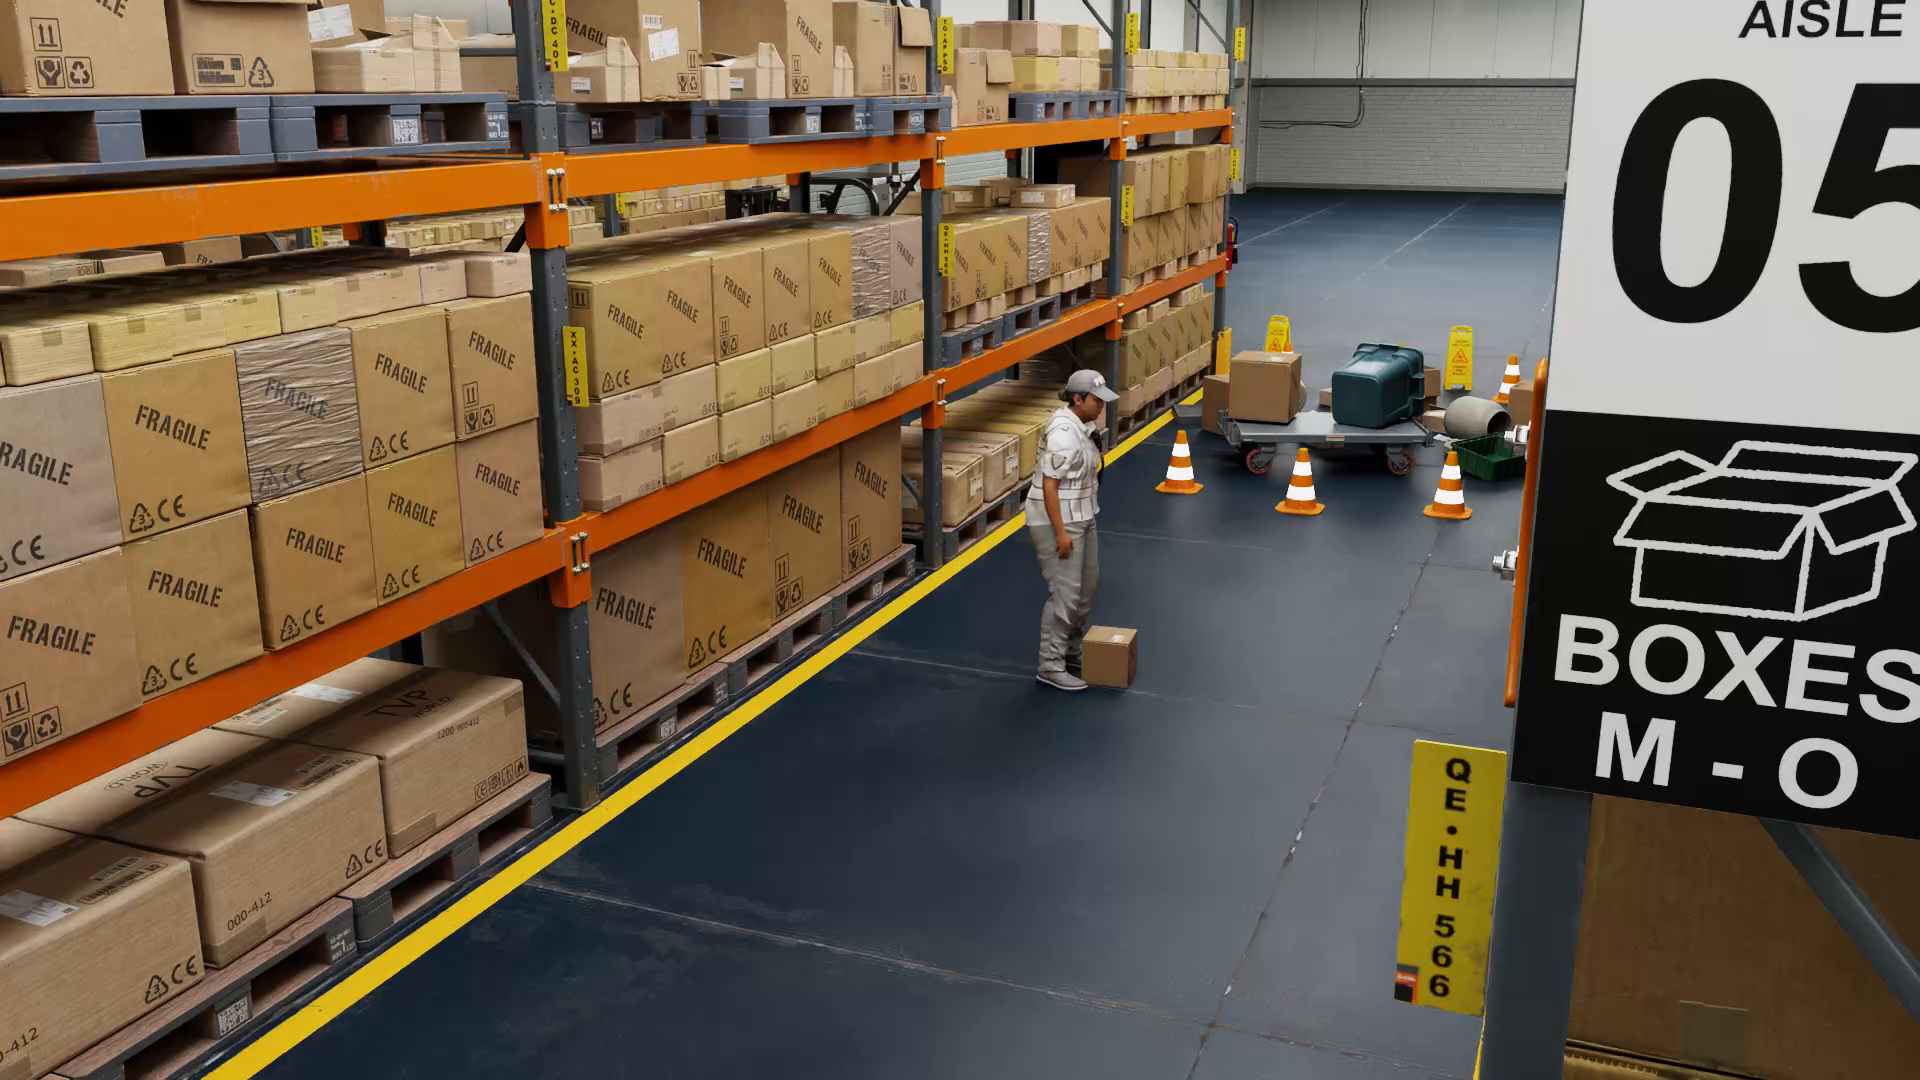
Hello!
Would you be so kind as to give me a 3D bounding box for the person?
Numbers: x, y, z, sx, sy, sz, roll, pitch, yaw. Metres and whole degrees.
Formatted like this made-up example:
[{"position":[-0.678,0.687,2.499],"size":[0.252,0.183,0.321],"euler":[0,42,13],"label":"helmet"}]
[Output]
[{"position":[0.592,-0.077,8.787],"size":[0.465,1.666,0.538],"euler":[6,17,21],"label":"person"}]
